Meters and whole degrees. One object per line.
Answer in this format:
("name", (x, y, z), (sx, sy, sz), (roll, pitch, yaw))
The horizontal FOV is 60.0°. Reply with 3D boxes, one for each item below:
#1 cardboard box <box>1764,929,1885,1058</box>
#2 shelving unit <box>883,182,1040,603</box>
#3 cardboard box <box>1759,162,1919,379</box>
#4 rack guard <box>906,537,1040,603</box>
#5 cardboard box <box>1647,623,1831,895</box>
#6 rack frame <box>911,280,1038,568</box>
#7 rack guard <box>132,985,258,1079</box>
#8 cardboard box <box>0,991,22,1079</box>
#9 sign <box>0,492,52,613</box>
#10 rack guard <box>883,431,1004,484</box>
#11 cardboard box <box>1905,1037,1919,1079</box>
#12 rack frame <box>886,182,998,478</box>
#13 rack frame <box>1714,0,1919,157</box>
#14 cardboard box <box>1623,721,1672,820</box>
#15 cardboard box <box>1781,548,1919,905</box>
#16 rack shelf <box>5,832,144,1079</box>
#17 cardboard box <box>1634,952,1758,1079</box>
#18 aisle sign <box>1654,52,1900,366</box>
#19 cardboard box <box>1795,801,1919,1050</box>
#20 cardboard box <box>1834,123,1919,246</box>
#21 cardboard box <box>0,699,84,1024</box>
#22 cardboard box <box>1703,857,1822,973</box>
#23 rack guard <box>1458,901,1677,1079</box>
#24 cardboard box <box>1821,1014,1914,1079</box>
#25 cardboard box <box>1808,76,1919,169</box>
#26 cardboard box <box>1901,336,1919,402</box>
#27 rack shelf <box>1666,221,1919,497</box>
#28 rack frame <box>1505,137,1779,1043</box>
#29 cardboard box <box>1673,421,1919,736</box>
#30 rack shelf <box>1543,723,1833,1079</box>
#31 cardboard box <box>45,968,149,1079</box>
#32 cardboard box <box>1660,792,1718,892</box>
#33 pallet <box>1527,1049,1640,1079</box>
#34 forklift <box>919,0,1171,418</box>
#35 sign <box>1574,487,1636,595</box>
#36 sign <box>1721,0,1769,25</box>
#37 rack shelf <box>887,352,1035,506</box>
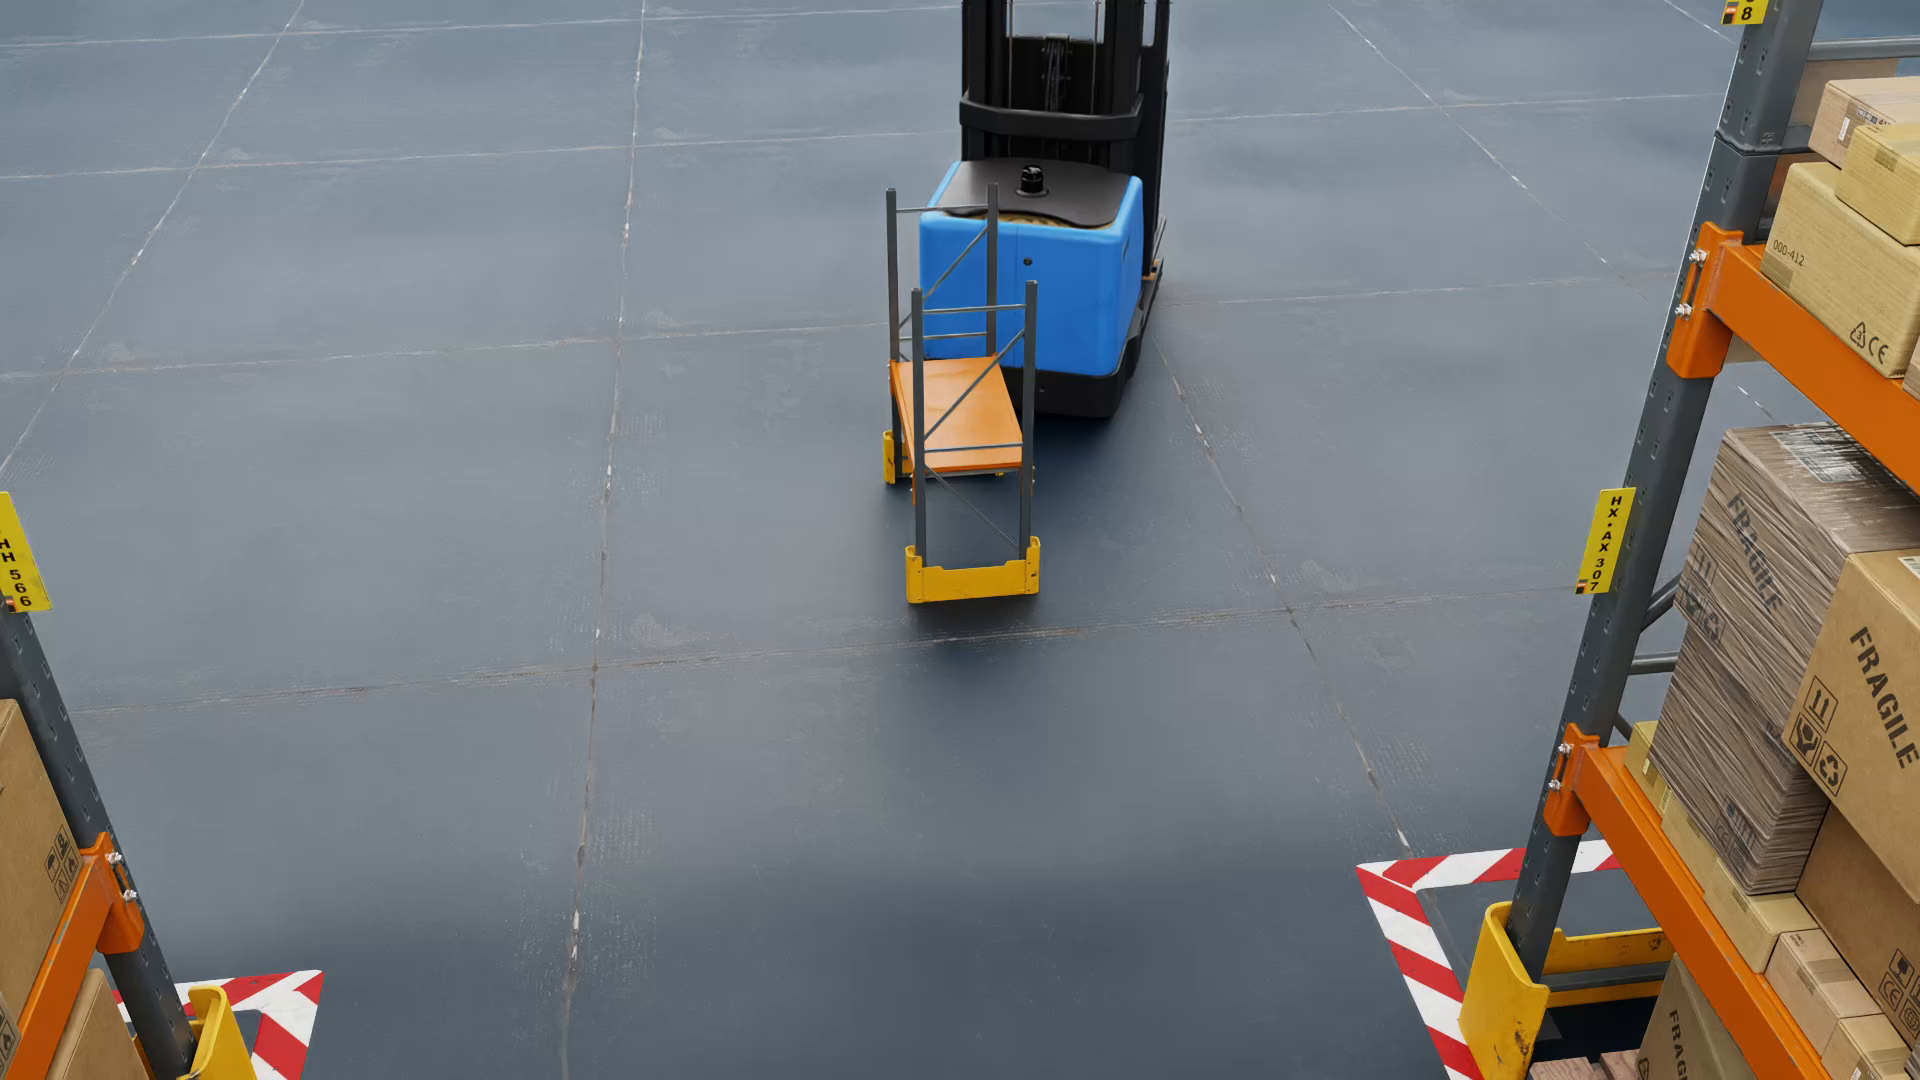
("cardboard box", (2.101, 1.022, 3.809), (0.380, 0.149, 0.250), (-4, 35, -6))
("shelving unit", (-0.010, -0.662, 7.390), (0.587, 1.500, 1.083), (-4, 35, -6))
("cardboard box", (2.020, -0.567, 3.388), (0.500, 0.250, 0.500), (-3, 34, -5))
("rack guard", (0.057, 0.132, 7.334), (0.587, 0.250, 0.087), (-4, 35, -6))
("cardboard box", (2.258, 0.467, 4.049), (0.875, 0.500, 0.500), (-4, 35, -6))
("rack frame", (0.057, -0.384, 6.981), (0.500, 1.500, 0.032), (-4, 35, -6))
("rack guard", (-2.720, 1.661, 4.869), (1.175, 0.500, 0.348), (-4, 35, -6))
("cardboard box", (-2.526, 1.088, 3.357), (0.875, 0.550, 0.550), (-4, 35, -6))
("sign", (-2.177, 0.031, 3.802), (0.100, 0.325, 0.005), (-4, 35, -6))
("rack guard", (-0.077, -0.424, 8.150), (0.587, 0.250, 0.087), (-4, 35, -6))
("cardboard box", (2.469, 1.019, 3.238), (0.875, 0.500, 0.500), (-4, 35, -6))
("rack frame", (-0.080, -0.951, 7.814), (0.500, 1.500, 0.032), (-4, 35, -6))
("rack frame", (2.212, -2.157, 2.925), (1.000, 3.000, 0.127), (-4, 35, -6))
("cardboard box", (2.014, 0.603, 4.425), (0.380, 0.149, 0.250), (-4, 35, -6))
("cardboard box", (2.076, 0.352, 3.330), (0.500, 0.500, 0.500), (-4, 35, -6))
("rack shelf", (-2.448, 2.054, 2.711), (1.077, 0.370, 4.000), (-4, 35, -6))
("cardboard box", (2.279, 1.531, 4.687), (0.500, 0.500, 0.500), (2, 34, 2))
("aisle sign", (1.906, -0.764, 3.899), (0.394, 0.787, 0.004), (-4, 35, -6))
("cardboard box", (2.445, 0.737, 3.653), (0.875, 0.500, 0.500), (-4, 35, -6))
("cardboard box", (1.959, -0.697, 3.225), (0.380, 0.149, 0.250), (-4, 34, -5))
("cardboard box", (-2.622, 0.783, 3.805), (0.875, 0.550, 0.550), (-4, 35, -6))
("cardboard box", (2.047, 0.884, 4.012), (0.380, 0.149, 0.250), (-4, 35, -6))
("rack guard", (2.222, 1.397, 5.256), (1.175, 0.500, 0.348), (-4, 35, -6))
("cardboard box", (2.128, 1.162, 3.604), (0.380, 0.149, 0.250), (-4, 35, -6))
("cardboard box", (2.020, -0.849, 3.448), (0.380, 0.149, 0.250), (-5, 35, -7))
("cardboard box", (2.096, -0.280, 2.967), (0.500, 0.250, 0.500), (-5, 35, -7))
("rack shelf", (2.481, 0.496, 2.334), (1.077, 0.370, 4.000), (-4, 35, -6))
("rack frame", (2.212, 0.322, 4.614), (1.000, 3.000, 0.127), (-4, 35, -6))
("cardboard box", (2.016, 0.072, 3.740), (0.500, 0.500, 0.500), (-4, 35, -6))
("rack shelf", (2.481, 1.735, 3.179), (1.077, 0.370, 4.000), (-4, 35, -6))
("cardboard box", (-2.560, 1.719, 4.078), (0.875, 0.875, 0.875), (-4, 34, -6))
("cardboard box", (2.028, 0.744, 4.218), (0.380, 0.149, 0.250), (-4, 35, -6))
("pallet", (2.296, 1.973, 4.668), (1.003, 0.211, 1.213), (-4, 35, -6))
("forklift", (0.605, -2.663, 9.054), (1.130, 2.935, 3.031), (7, 35, 10))
("sign", (1.674, 0.005, 4.310), (0.100, 0.325, 0.005), (-4, 35, -6))
("sign", (1.674, -1.238, 3.463), (0.100, 0.325, 0.005), (-4, 35, -6))
("rack shelf", (-0.011, -0.519, 7.499), (0.538, 0.185, 1.000), (-4, 35, -6))
